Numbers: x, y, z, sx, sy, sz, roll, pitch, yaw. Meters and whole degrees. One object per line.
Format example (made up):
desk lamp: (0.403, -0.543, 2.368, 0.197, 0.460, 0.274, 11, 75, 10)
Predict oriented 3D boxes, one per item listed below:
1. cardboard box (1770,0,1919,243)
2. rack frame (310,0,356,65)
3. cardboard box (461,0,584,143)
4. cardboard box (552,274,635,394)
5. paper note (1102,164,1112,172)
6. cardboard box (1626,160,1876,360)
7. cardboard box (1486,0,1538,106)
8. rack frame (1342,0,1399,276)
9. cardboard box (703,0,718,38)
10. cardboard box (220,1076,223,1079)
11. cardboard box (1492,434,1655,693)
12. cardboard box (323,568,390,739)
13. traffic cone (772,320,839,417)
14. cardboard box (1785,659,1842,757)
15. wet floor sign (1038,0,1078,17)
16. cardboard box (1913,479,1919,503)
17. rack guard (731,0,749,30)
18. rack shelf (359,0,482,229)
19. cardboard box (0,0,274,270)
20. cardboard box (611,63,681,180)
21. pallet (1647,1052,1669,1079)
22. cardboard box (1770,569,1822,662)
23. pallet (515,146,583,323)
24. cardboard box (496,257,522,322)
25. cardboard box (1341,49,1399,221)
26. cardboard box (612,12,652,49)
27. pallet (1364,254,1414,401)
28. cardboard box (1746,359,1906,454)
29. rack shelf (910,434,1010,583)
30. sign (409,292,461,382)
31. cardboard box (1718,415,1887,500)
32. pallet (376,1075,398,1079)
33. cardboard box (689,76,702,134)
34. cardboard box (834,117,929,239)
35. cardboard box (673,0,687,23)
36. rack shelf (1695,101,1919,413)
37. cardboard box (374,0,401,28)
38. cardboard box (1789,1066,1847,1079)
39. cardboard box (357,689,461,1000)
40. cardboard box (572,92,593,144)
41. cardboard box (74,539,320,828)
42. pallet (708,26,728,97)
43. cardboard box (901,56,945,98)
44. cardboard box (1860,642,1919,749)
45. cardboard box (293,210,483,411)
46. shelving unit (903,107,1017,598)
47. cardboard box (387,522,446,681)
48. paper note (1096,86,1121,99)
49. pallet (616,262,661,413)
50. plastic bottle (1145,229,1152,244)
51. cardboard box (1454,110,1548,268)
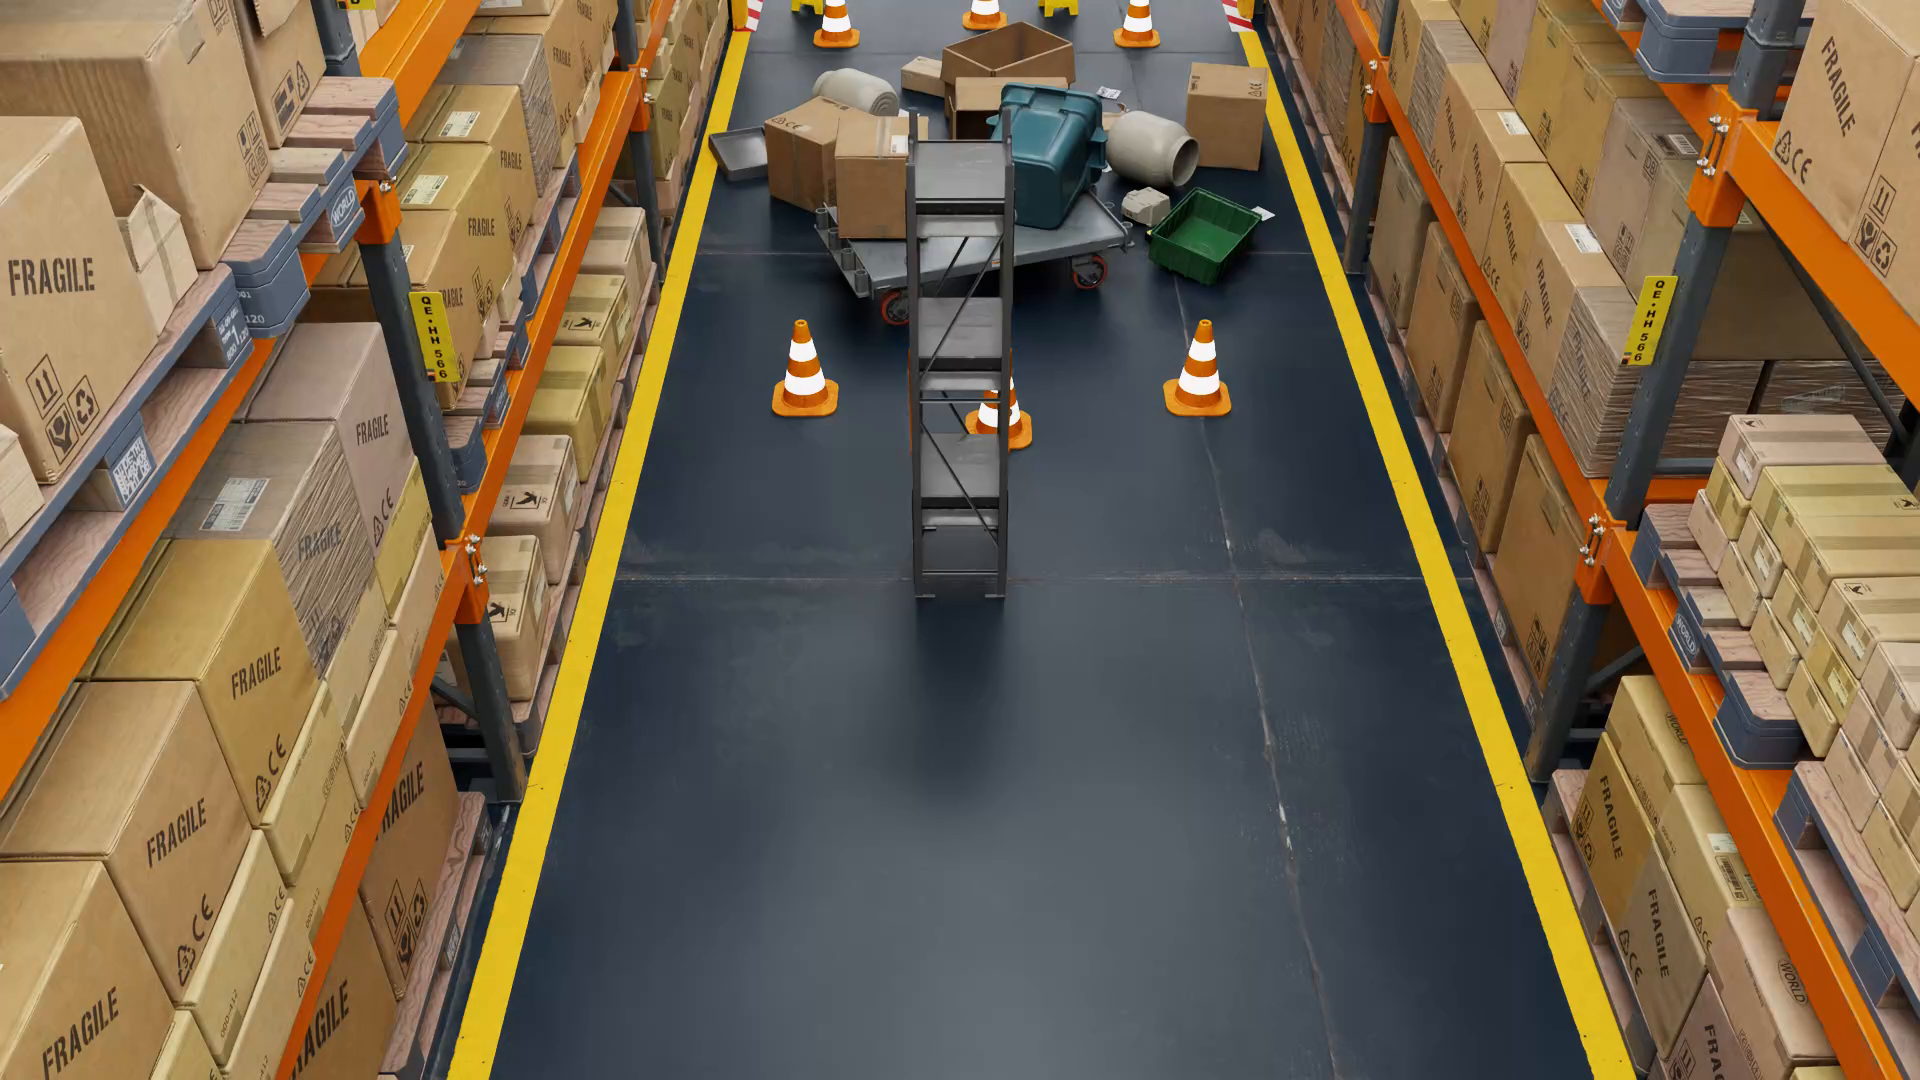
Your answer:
cardboard box: (2.483, -1.099, 4.244, 0.500, 0.500, 0.500, 0, 39, 0)
rack frame: (-2.202, -2.521, 3.700, 1.000, 3.000, 0.127, 0, 39, 0)
cardboard box: (-1.980, -2.079, 7.292, 0.500, 0.500, 0.500, 1, 39, 1)
cardboard box: (-2.199, -1.042, 8.417, 0.950, 0.372, 0.625, 2, 39, 3)
paper note: (0.912, -2.434, 10.770, 0.172, 0.023, 0.155, 13, 40, 15)
cardboard box: (2.757, -0.957, 5.666, 0.700, 0.500, 0.500, 0, 39, 0)
cardboard box: (2.753, -2.229, 7.254, 0.700, 0.500, 0.500, 0, 39, 0)
rack frame: (2.743, -2.748, 8.781, 1.000, 3.000, 0.127, 0, 39, 0)
cardboard box: (-1.945, -3.739, 11.281, 0.500, 0.500, 0.500, 1, 39, 2)
cardboard box: (-1.921, 1.460, 3.649, 0.500, 0.250, 0.500, 0, 39, 0)
cardboard box: (2.837, 0.086, 6.707, 1.050, 0.750, 0.750, -1, 39, -1)
cardboard box: (-1.943, 0.307, 4.689, 0.500, 0.250, 0.500, -1, 39, -1)
traffic cone: (-0.805, -0.917, 8.524, 0.336, 0.463, 0.334, 0, 39, 0)
cardboard box: (2.549, 0.473, 4.627, 0.380, 0.149, 0.250, 2, 39, 2)
wet floor sign: (0.759, -4.348, 12.659, 0.267, 0.644, 0.232, -6, 39, -8)
cardboard box: (3.204, -0.120, 5.128, 0.380, 0.149, 0.250, 1, 39, 1)
rack guard: (-2.211, -4.160, 12.541, 1.175, 0.500, 0.348, 0, 39, 0)
rack shelf: (-2.204, -2.320, 6.424, 1.077, 0.370, 4.000, 0, 39, 0)
cardboard box: (-2.011, -0.934, 3.703, 0.700, 0.500, 0.500, -2, 39, -2)
cardboard box: (-1.937, -2.434, 9.652, 0.500, 0.500, 0.500, 2, 39, 2)
pallet: (2.746, 2.091, 4.972, 1.003, 0.211, 1.213, 0, 39, 0)
cardboard box: (2.554, 0.210, 4.716, 0.380, 0.149, 0.250, -1, 39, -1)
pallet: (-2.245, -1.343, 7.181, 1.003, 0.211, 1.213, 0, 39, 0)
cardboard box: (-1.917, -0.969, 6.426, 0.380, 0.149, 0.250, 0, 39, 0)
cardboard box: (2.813, -2.476, 9.805, 0.875, 0.875, 0.875, 1, 39, 1)
cardboard box: (-1.886, -2.781, 9.022, 0.380, 0.149, 0.250, 0, 39, 0)
pallet: (2.820, -1.178, 9.051, 1.003, 0.211, 1.213, 0, 39, 0)
cardboard box: (3.017, -0.567, 5.979, 0.500, 0.500, 0.500, 0, 39, 0)
rack shelf: (0.000, -0.159, 7.410, 0.431, 0.518, 0.480, 0, 39, 0)
sign: (-1.647, -0.634, 5.217, 0.100, 0.325, 0.005, 0, 39, 0)
cardboard box: (2.555, -0.253, 5.056, 0.380, 0.149, 0.250, 0, 39, 0)
pallet: (-2.278, 2.162, 4.883, 1.003, 0.211, 1.213, 0, 39, 0)
cardboard box: (-1.952, -2.807, 10.717, 0.500, 0.250, 0.500, -1, 39, -1)
cardboard box: (-0.427, -2.021, 9.267, 0.500, 0.500, 0.500, 0, 39, 0)
cardboard box: (-1.883, -3.255, 10.158, 0.380, 0.149, 0.250, 2, 39, 3)
rack shelf: (2.750, 0.114, 3.386, 1.077, 0.370, 4.000, 0, 39, 0)
cardboard box: (-2.193, -1.982, 5.346, 0.700, 0.500, 0.500, 0, 39, 0)
cardboard box: (2.497, 1.656, 4.348, 0.500, 0.250, 0.500, -2, 39, -2)
cardboard box: (-2.284, 0.917, 5.570, 0.875, 0.875, 0.875, 0, 39, 0)
cardboard box: (-1.907, -1.940, 7.638, 0.380, 0.149, 0.250, 0, 39, 0)
cardboard box: (-1.937, 0.345, 4.041, 0.500, 0.500, 0.500, 0, 39, 0)
pallet: (-2.245, -3.539, 11.997, 1.003, 0.211, 1.213, 0, 39, 0)
cardboard box: (-0.190, -3.253, 11.690, 0.380, 0.149, 0.250, 20, 43, 23)
cardboard box: (2.556, 0.401, 4.241, 0.380, 0.149, 0.250, 2, 39, 2)
cardboard box: (-1.971, -0.781, 5.672, 0.500, 0.500, 0.500, -1, 39, -1)
shelving unit: (0.000, -0.716, 6.964, 0.431, 2.100, 0.503, 0, 39, 0)
cardboard box: (-1.942, 0.195, 5.228, 0.500, 0.250, 0.500, -1, 39, -2)
paper note: (1.043, -3.135, 11.638, 0.144, 0.017, 0.142, 13, 40, 15)
pallet: (-2.204, -1.106, 8.962, 1.003, 0.211, 1.213, 0, 39, 0)
plastic bottle: (1.234, -1.773, 9.914, 0.133, 0.061, 0.283, -20, 43, -23)
cardboard box: (2.475, -1.512, 7.158, 0.500, 0.500, 0.500, 1, 39, 1)
